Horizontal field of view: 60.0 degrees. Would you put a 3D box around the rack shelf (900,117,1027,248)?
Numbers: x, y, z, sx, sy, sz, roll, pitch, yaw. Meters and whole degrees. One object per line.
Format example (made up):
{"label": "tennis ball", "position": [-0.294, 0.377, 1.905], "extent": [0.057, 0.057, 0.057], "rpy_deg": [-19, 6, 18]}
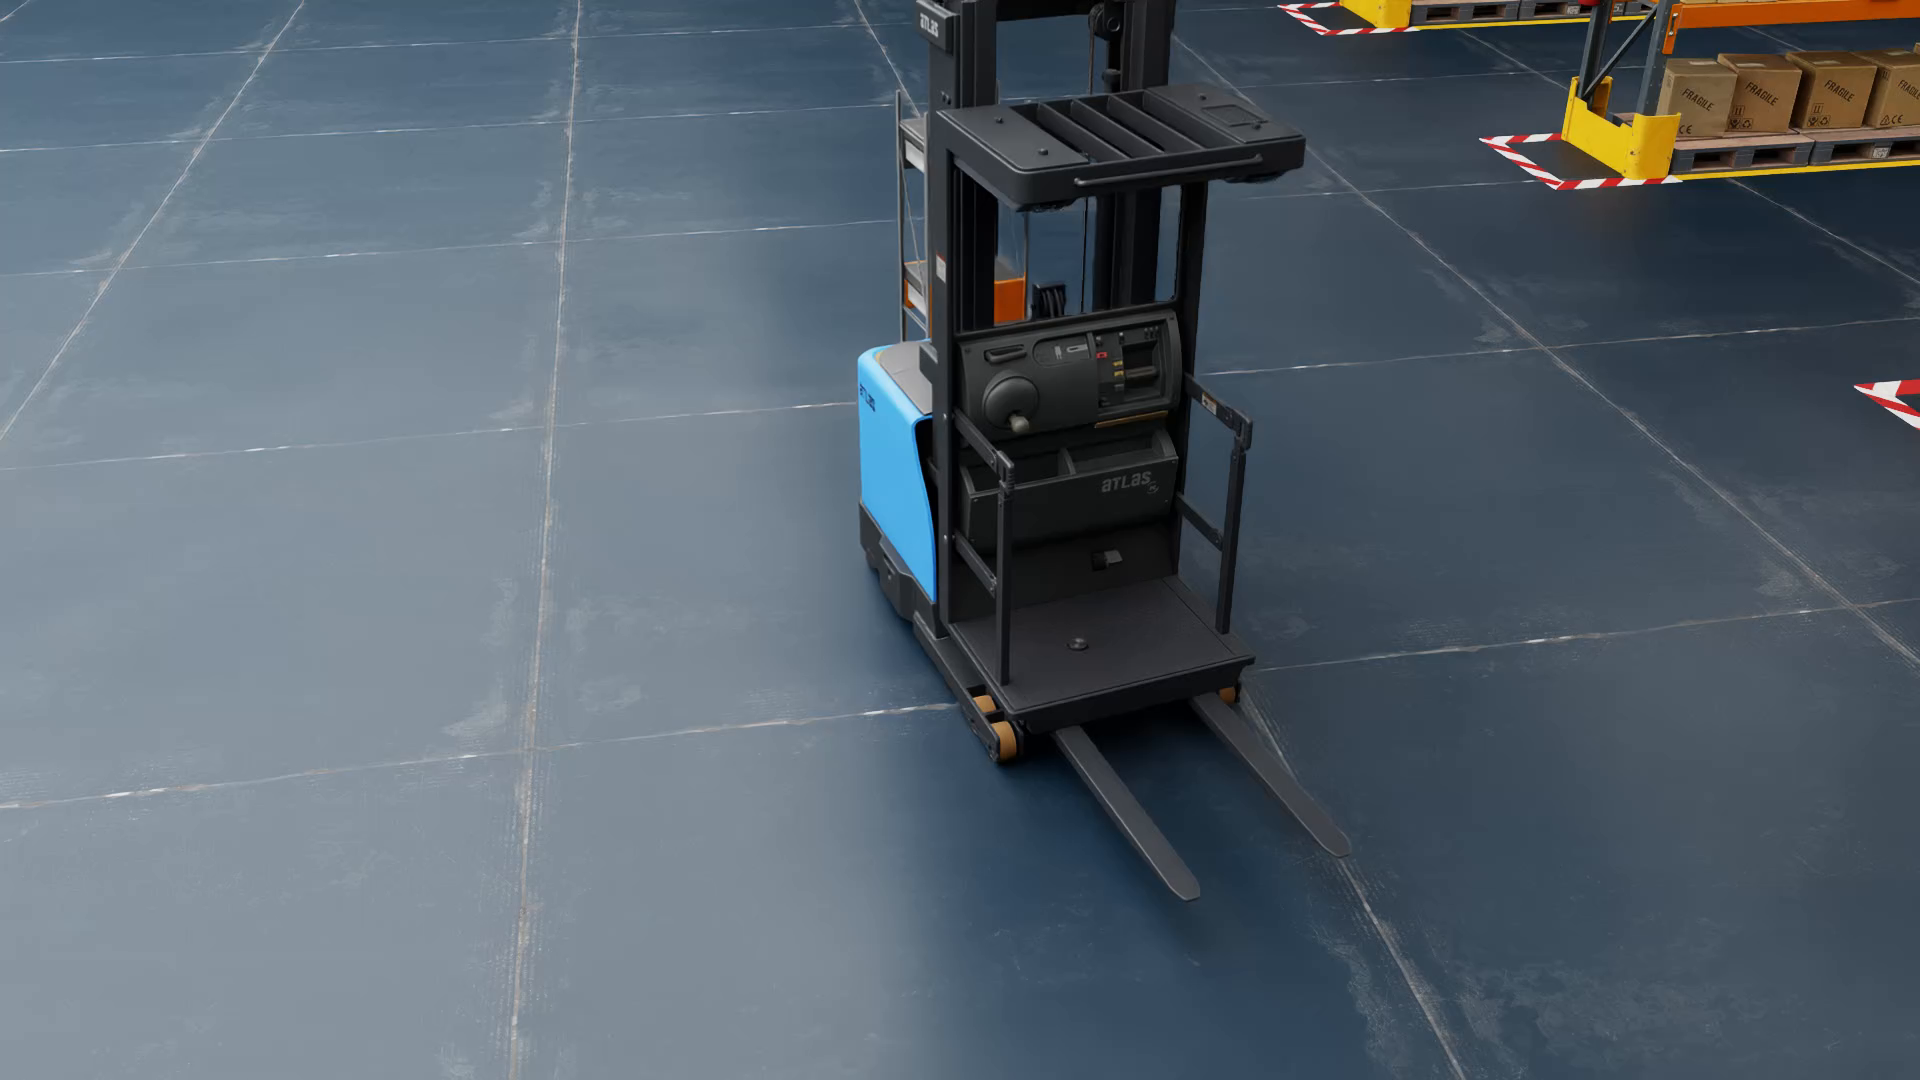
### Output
{"label": "rack shelf", "position": [0.012, -1.698, 7.711], "extent": [0.480, 0.518, 0.431], "rpy_deg": [-11, 32, -19]}

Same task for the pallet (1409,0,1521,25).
{"label": "pallet", "position": [5.225, -5.785, 17.881], "extent": [1.213, 0.211, 1.003], "rpy_deg": [-5, 31, -9]}

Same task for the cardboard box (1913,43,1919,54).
{"label": "cardboard box", "position": [8.223, -3.812, 13.825], "extent": [0.500, 0.500, 0.500], "rpy_deg": [4, 31, 7]}

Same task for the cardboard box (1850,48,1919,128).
{"label": "cardboard box", "position": [7.626, -3.716, 13.662], "extent": [0.500, 0.500, 0.500], "rpy_deg": [-8, 31, -13]}

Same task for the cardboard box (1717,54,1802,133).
{"label": "cardboard box", "position": [6.450, -3.640, 13.532], "extent": [0.500, 0.500, 0.500], "rpy_deg": [2, 31, 4]}

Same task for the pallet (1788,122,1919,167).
{"label": "pallet", "position": [7.329, -3.387, 13.802], "extent": [1.213, 0.211, 1.003], "rpy_deg": [-5, 31, -9]}

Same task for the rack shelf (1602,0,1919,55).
{"label": "rack shelf", "position": [7.218, -4.288, 13.294], "extent": [4.000, 0.370, 1.077], "rpy_deg": [-5, 31, -9]}

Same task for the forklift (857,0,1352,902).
{"label": "forklift", "position": [0.528, -0.608, 6.392], "extent": [1.130, 2.935, 3.031], "rpy_deg": [-11, 32, -19]}

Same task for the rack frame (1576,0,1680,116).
{"label": "rack frame", "position": [5.251, -4.416, 12.801], "extent": [0.127, 3.000, 1.000], "rpy_deg": [-5, 31, -9]}

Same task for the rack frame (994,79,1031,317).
{"label": "rack frame", "position": [0.239, -1.151, 8.137], "extent": [0.015, 2.100, 0.400], "rpy_deg": [-11, 32, -19]}

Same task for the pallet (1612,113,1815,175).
{"label": "pallet", "position": [6.131, -3.277, 13.615], "extent": [1.213, 0.211, 1.003], "rpy_deg": [-5, 31, -9]}

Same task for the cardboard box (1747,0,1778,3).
{"label": "cardboard box", "position": [6.072, -4.243, 12.755], "extent": [0.250, 0.149, 0.380], "rpy_deg": [-5, 31, -9]}

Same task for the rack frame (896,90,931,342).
{"label": "rack frame", "position": [-0.214, -1.060, 7.982], "extent": [0.015, 2.100, 0.400], "rpy_deg": [-11, 32, -19]}

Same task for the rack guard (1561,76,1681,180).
{"label": "rack guard", "position": [5.326, -3.345, 13.446], "extent": [0.348, 0.500, 1.175], "rpy_deg": [-5, 31, -9]}

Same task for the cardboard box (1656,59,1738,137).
{"label": "cardboard box", "position": [5.868, -3.568, 13.411], "extent": [0.500, 0.500, 0.500], "rpy_deg": [0, 30, 0]}

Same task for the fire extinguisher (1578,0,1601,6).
{"label": "fire extinguisher", "position": [5.055, -4.602, 13.193], "extent": [0.183, 0.674, 0.296], "rpy_deg": [-5, 31, -9]}

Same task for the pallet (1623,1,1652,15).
{"label": "pallet", "position": [7.625, -6.008, 18.259], "extent": [1.213, 0.211, 1.003], "rpy_deg": [-5, 31, -9]}

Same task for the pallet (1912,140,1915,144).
{"label": "pallet", "position": [8.531, -3.500, 13.994], "extent": [1.213, 0.211, 1.003], "rpy_deg": [-5, 31, -9]}

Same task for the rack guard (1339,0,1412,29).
{"label": "rack guard", "position": [4.425, -5.838, 17.686], "extent": [0.348, 0.500, 1.175], "rpy_deg": [-5, 31, -9]}

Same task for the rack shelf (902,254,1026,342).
{"label": "rack shelf", "position": [0.012, -1.094, 8.066], "extent": [0.480, 0.518, 0.431], "rpy_deg": [-11, 32, -19]}

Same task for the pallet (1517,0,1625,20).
{"label": "pallet", "position": [6.423, -5.895, 18.067], "extent": [1.213, 0.211, 1.003], "rpy_deg": [-5, 31, -9]}

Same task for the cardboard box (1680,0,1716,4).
{"label": "cardboard box", "position": [5.574, -4.215, 12.706], "extent": [0.250, 0.149, 0.380], "rpy_deg": [-5, 31, -9]}

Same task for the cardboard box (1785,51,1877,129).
{"label": "cardboard box", "position": [7.069, -3.687, 13.614], "extent": [0.500, 0.500, 0.500], "rpy_deg": [-3, 31, -4]}

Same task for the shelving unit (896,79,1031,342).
{"label": "shelving unit", "position": [0.012, -1.106, 8.059], "extent": [0.503, 2.100, 0.431], "rpy_deg": [-11, 32, -19]}

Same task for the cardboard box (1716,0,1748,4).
{"label": "cardboard box", "position": [5.824, -4.228, 12.729], "extent": [0.250, 0.149, 0.380], "rpy_deg": [-5, 31, -9]}
